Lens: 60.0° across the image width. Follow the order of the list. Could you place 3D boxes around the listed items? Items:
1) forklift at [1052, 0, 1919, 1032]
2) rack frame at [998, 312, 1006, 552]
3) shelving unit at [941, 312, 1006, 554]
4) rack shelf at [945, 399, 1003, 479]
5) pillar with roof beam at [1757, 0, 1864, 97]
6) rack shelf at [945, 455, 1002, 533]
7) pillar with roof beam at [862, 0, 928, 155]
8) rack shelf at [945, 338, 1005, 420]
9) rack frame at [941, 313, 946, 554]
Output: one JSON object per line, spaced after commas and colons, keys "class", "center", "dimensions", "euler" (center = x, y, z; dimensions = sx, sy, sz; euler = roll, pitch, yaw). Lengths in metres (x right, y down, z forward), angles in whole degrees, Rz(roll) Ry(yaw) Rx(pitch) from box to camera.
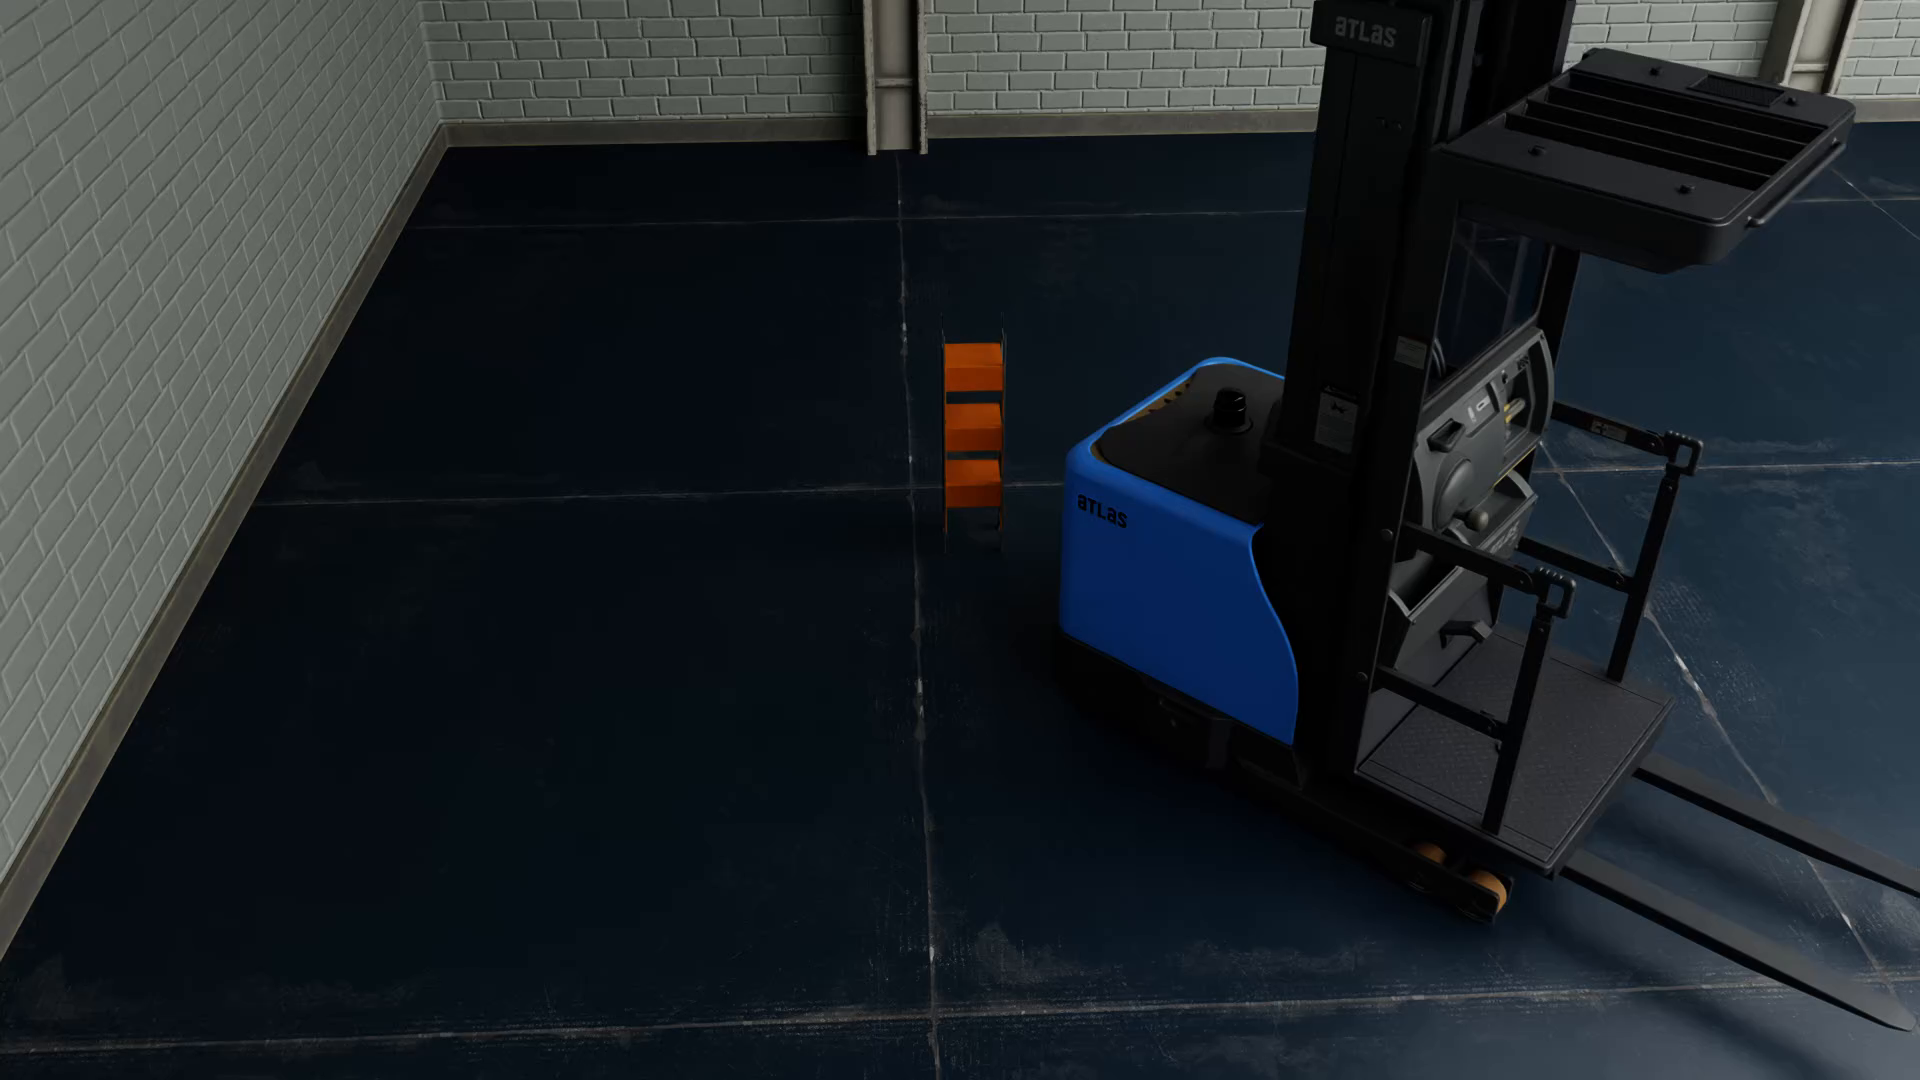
{"class": "forklift", "center": [1.806, -0.301, 5.109], "dimensions": [3.031, 2.935, 1.130], "euler": [26, 42, 32]}
{"class": "rack frame", "center": [0.175, -0.436, 6.958], "dimensions": [0.008, 1.050, 0.200], "euler": [-2, 35, -2]}
{"class": "shelving unit", "center": [0.053, -0.433, 6.953], "dimensions": [0.252, 1.050, 0.215], "euler": [-2, 35, -2]}
{"class": "rack shelf", "center": [0.053, -0.424, 6.959], "dimensions": [0.240, 0.259, 0.215], "euler": [-2, 35, -2]}
{"class": "pillar with roof beam", "center": [5.780, -4.030, 5.166], "dimensions": [0.400, 9.000, 9.100], "euler": [-2, 35, -2]}
{"class": "rack shelf", "center": [0.053, -0.196, 7.117], "dimensions": [0.240, 0.259, 0.215], "euler": [-2, 35, -2]}
{"class": "pillar with roof beam", "center": [-0.214, -3.869, 4.932], "dimensions": [0.400, 9.000, 9.100], "euler": [-2, 35, -2]}
{"class": "rack shelf", "center": [0.053, -0.658, 6.798], "dimensions": [0.240, 0.259, 0.215], "euler": [-2, 35, -2]}
{"class": "rack frame", "center": [-0.068, -0.430, 6.949], "dimensions": [0.008, 1.050, 0.200], "euler": [-2, 35, -2]}
